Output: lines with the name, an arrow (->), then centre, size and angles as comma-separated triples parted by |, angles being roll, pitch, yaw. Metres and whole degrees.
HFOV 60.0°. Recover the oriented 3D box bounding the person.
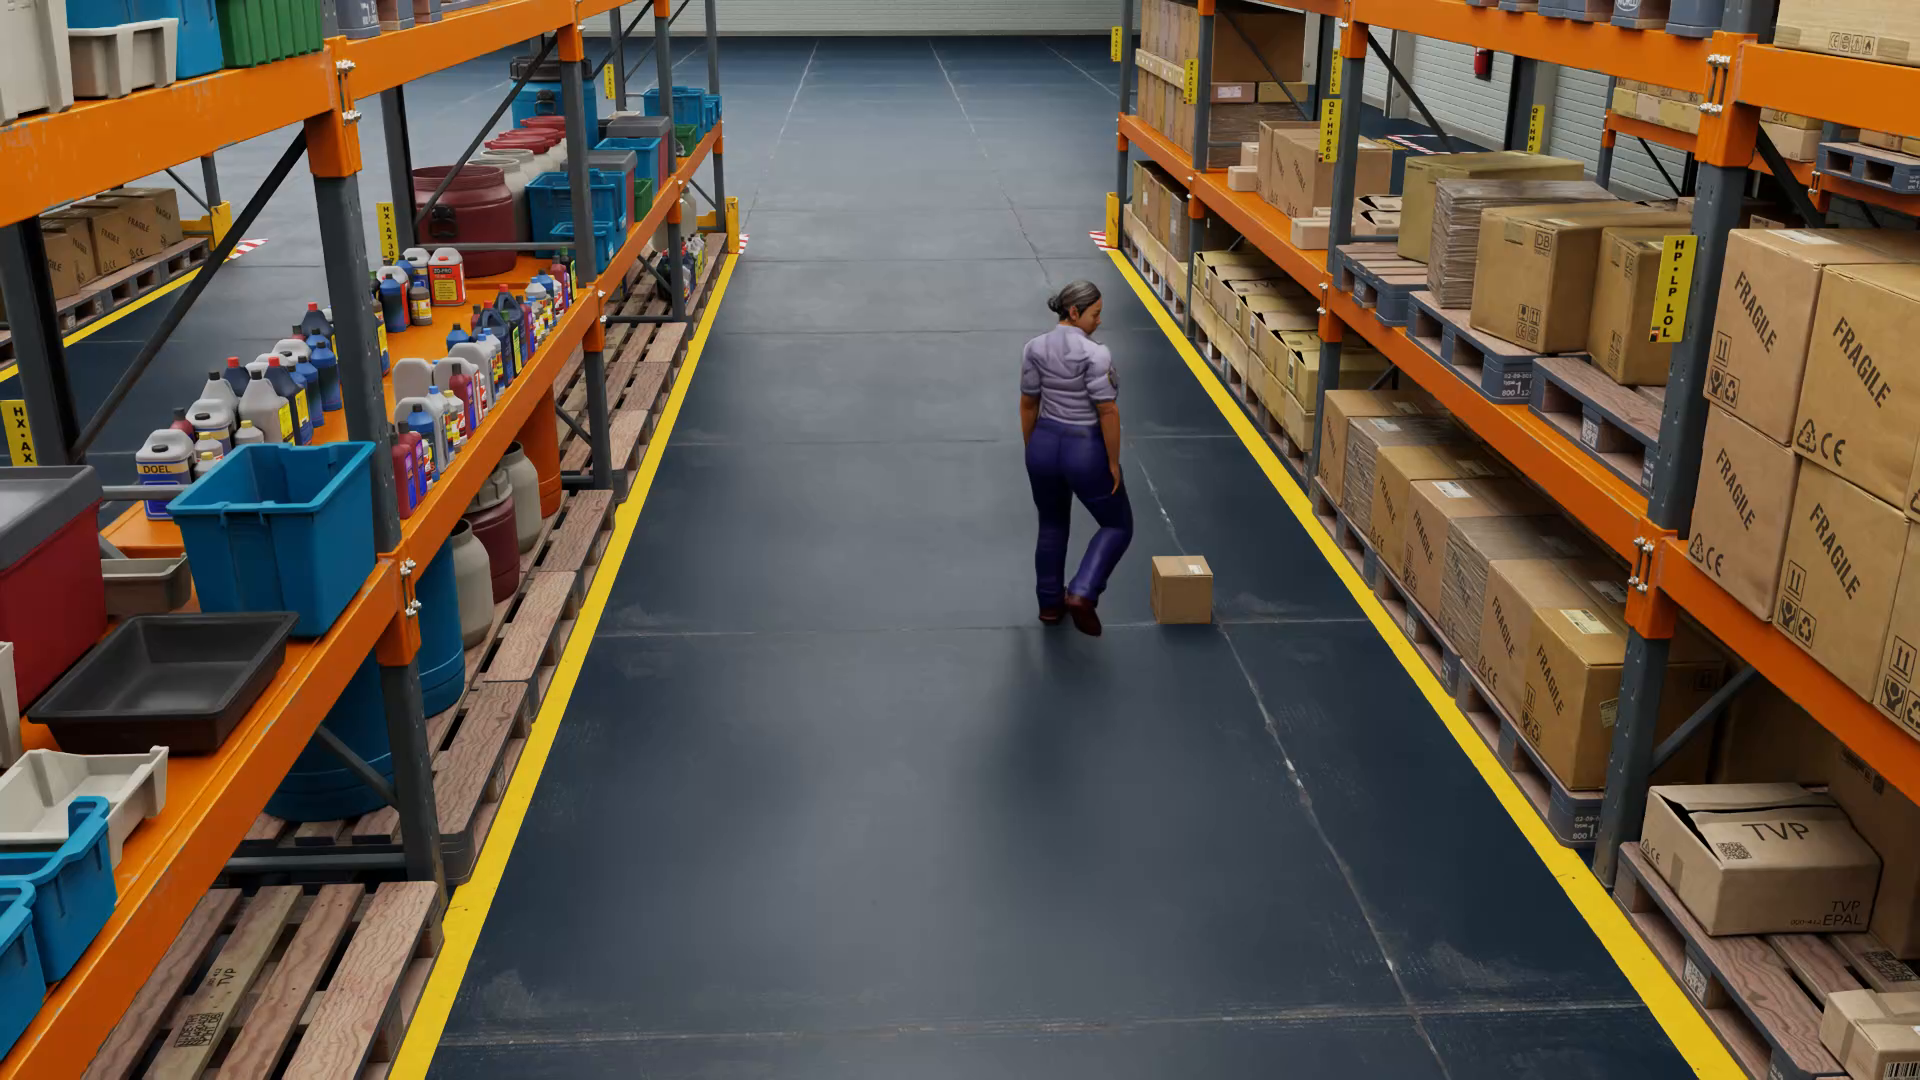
person -> 0.491, -0.355, 7.496 | 0.524, 1.636, 0.572 | 11, 23, 28
